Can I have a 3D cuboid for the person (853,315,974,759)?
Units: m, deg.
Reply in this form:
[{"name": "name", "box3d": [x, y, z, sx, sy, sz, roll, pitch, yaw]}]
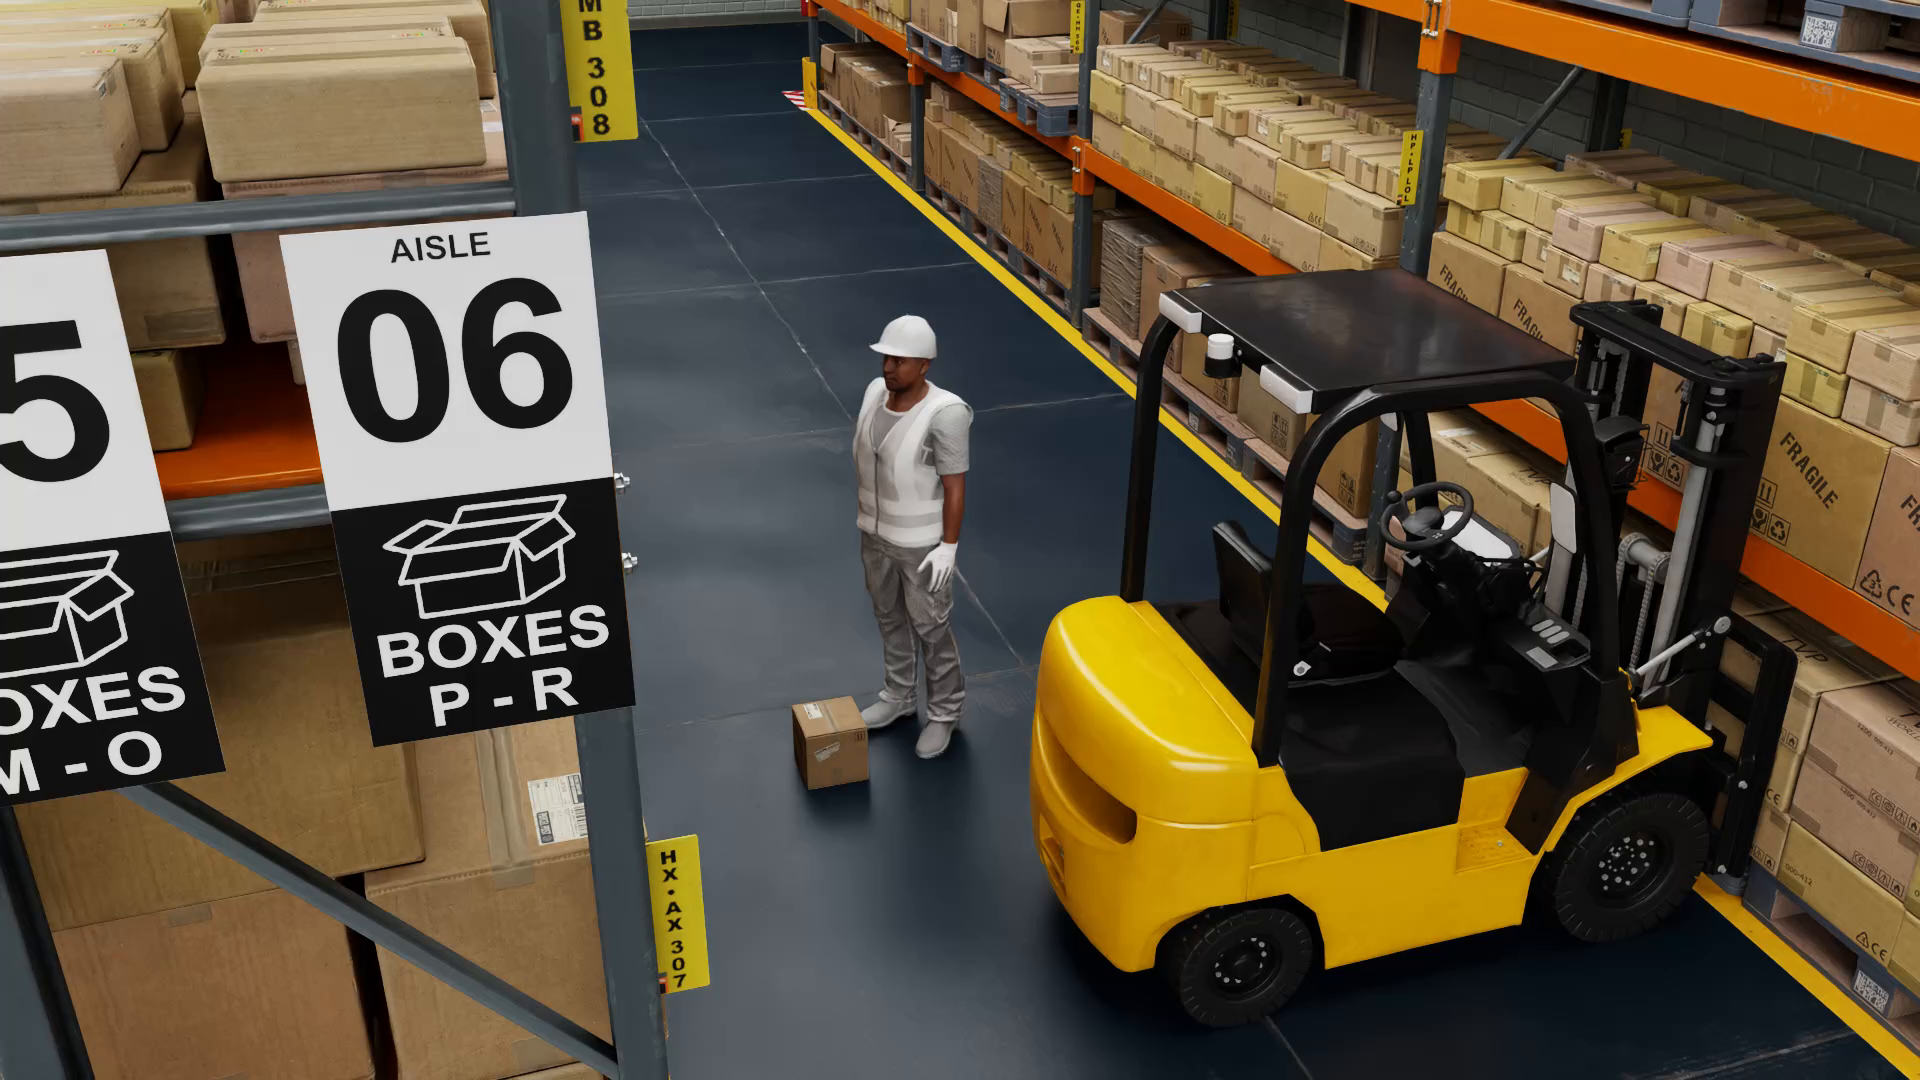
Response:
[{"name": "person", "box3d": [-0.215, -0.017, 6.617, 0.560, 1.804, 0.371, 23, 35, 39]}]
